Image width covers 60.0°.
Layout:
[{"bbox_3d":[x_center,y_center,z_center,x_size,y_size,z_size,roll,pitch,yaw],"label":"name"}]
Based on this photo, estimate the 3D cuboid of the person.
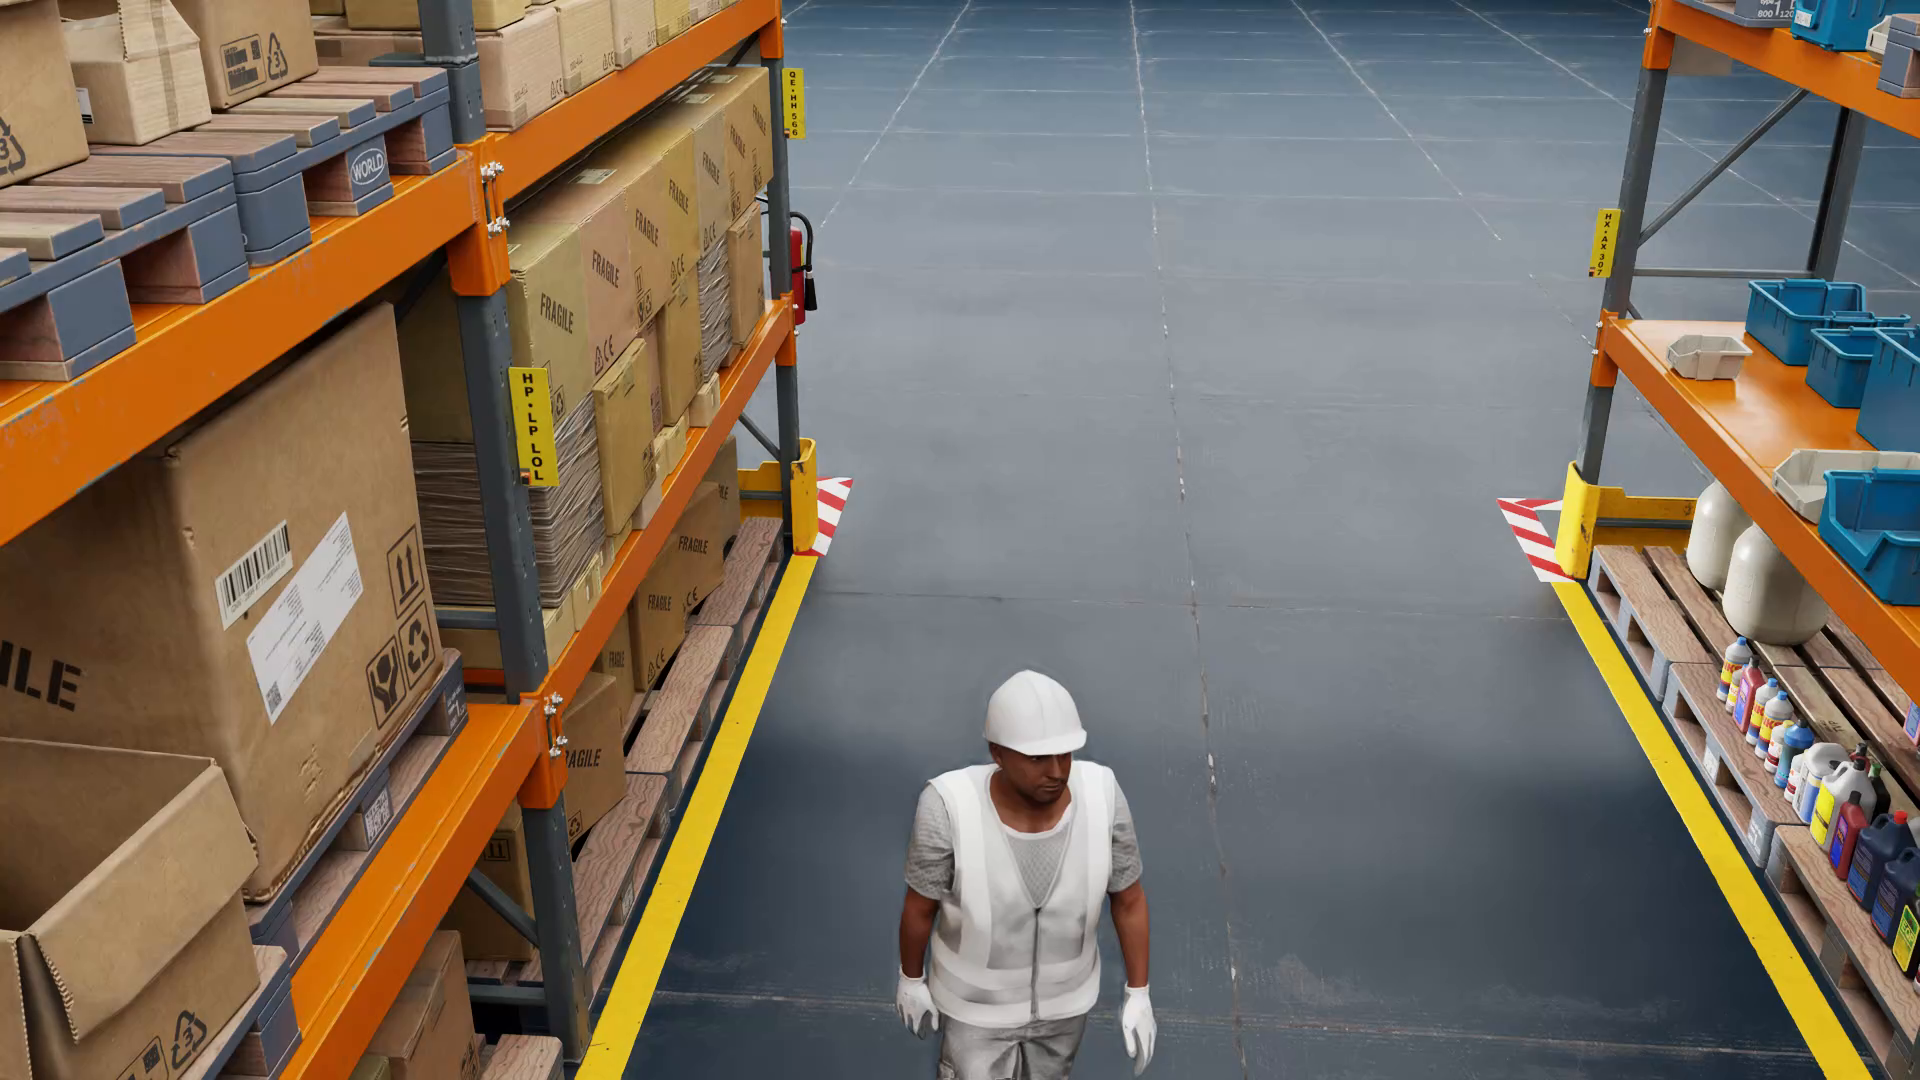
[{"bbox_3d":[0.166,1.144,4.060,0.592,1.832,0.649,-7,25,-15],"label":"person"}]
